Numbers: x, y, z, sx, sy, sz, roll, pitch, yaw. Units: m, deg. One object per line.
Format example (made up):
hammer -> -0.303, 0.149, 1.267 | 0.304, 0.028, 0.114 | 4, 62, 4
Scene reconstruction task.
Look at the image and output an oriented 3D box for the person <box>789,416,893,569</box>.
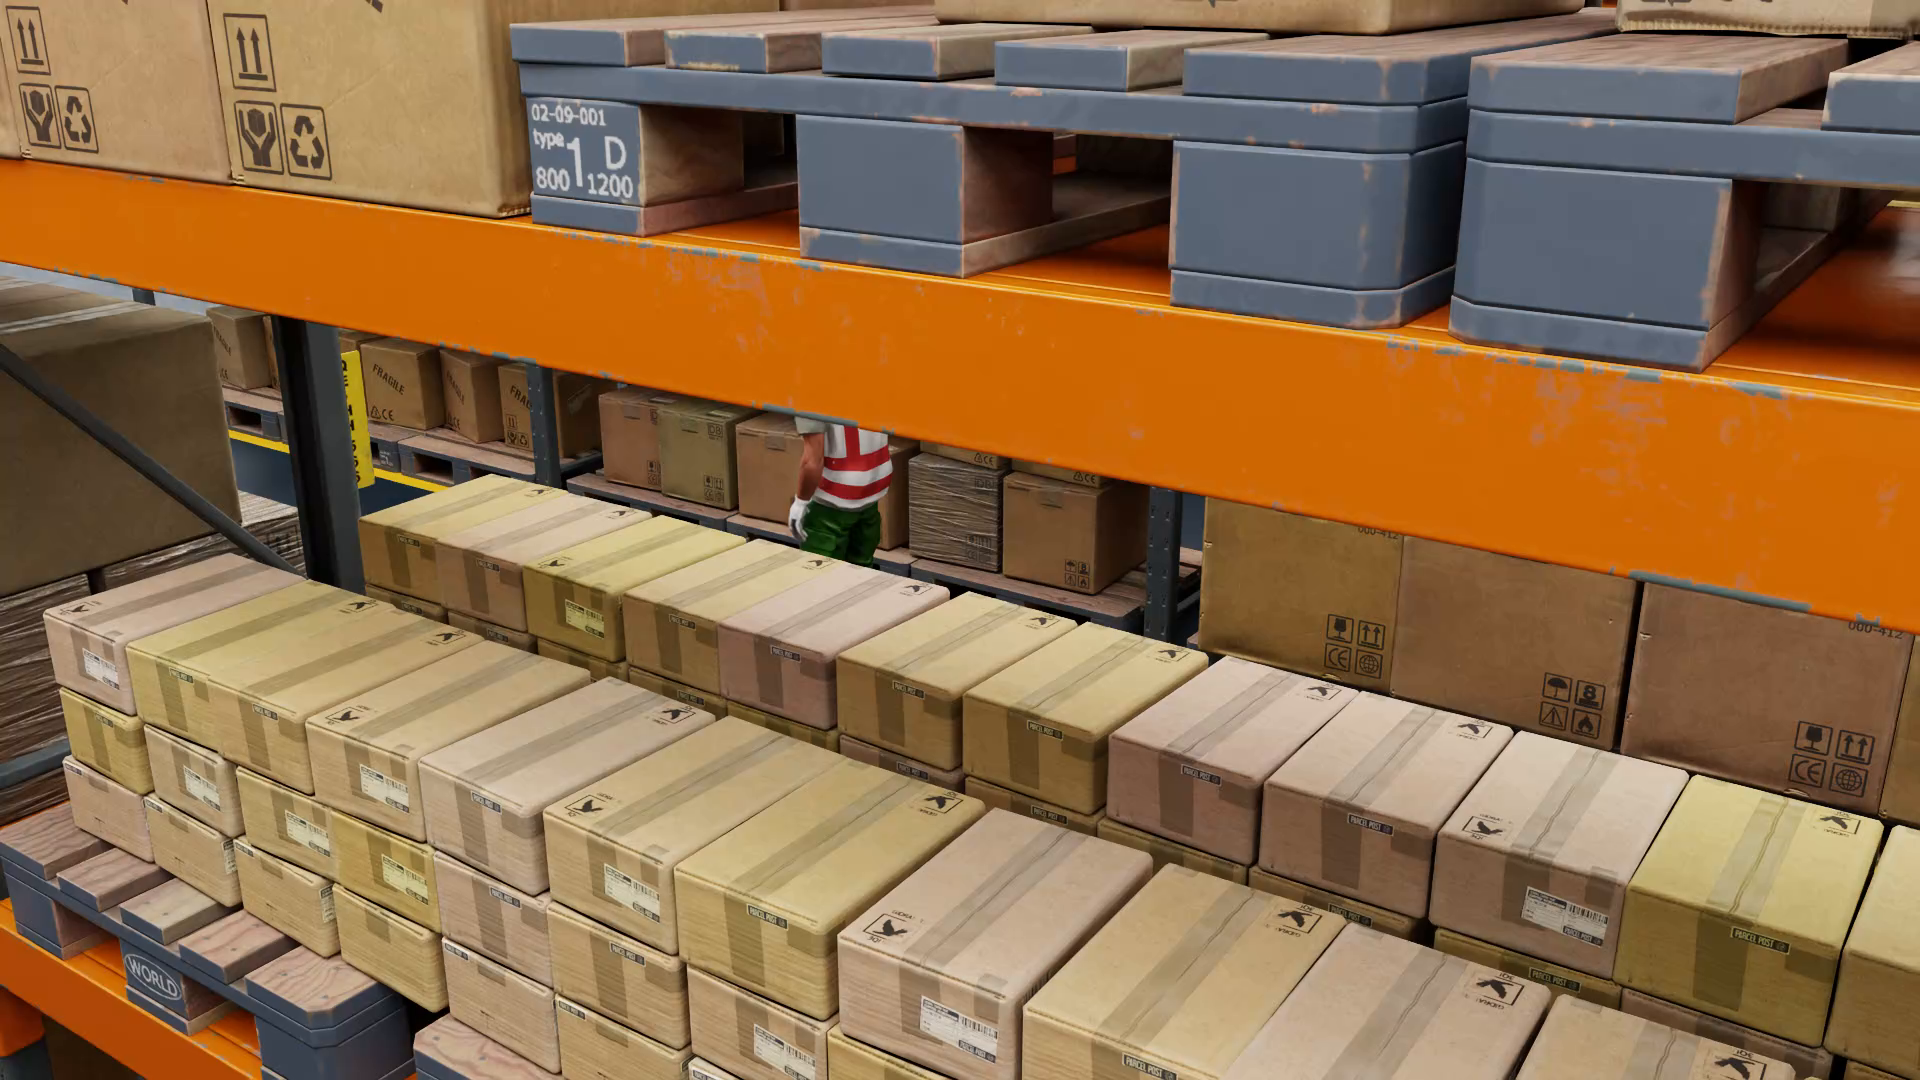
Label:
person -> -0.529, -0.204, 7.123 | 0.450, 1.778, 0.597 | 12, 23, 30
